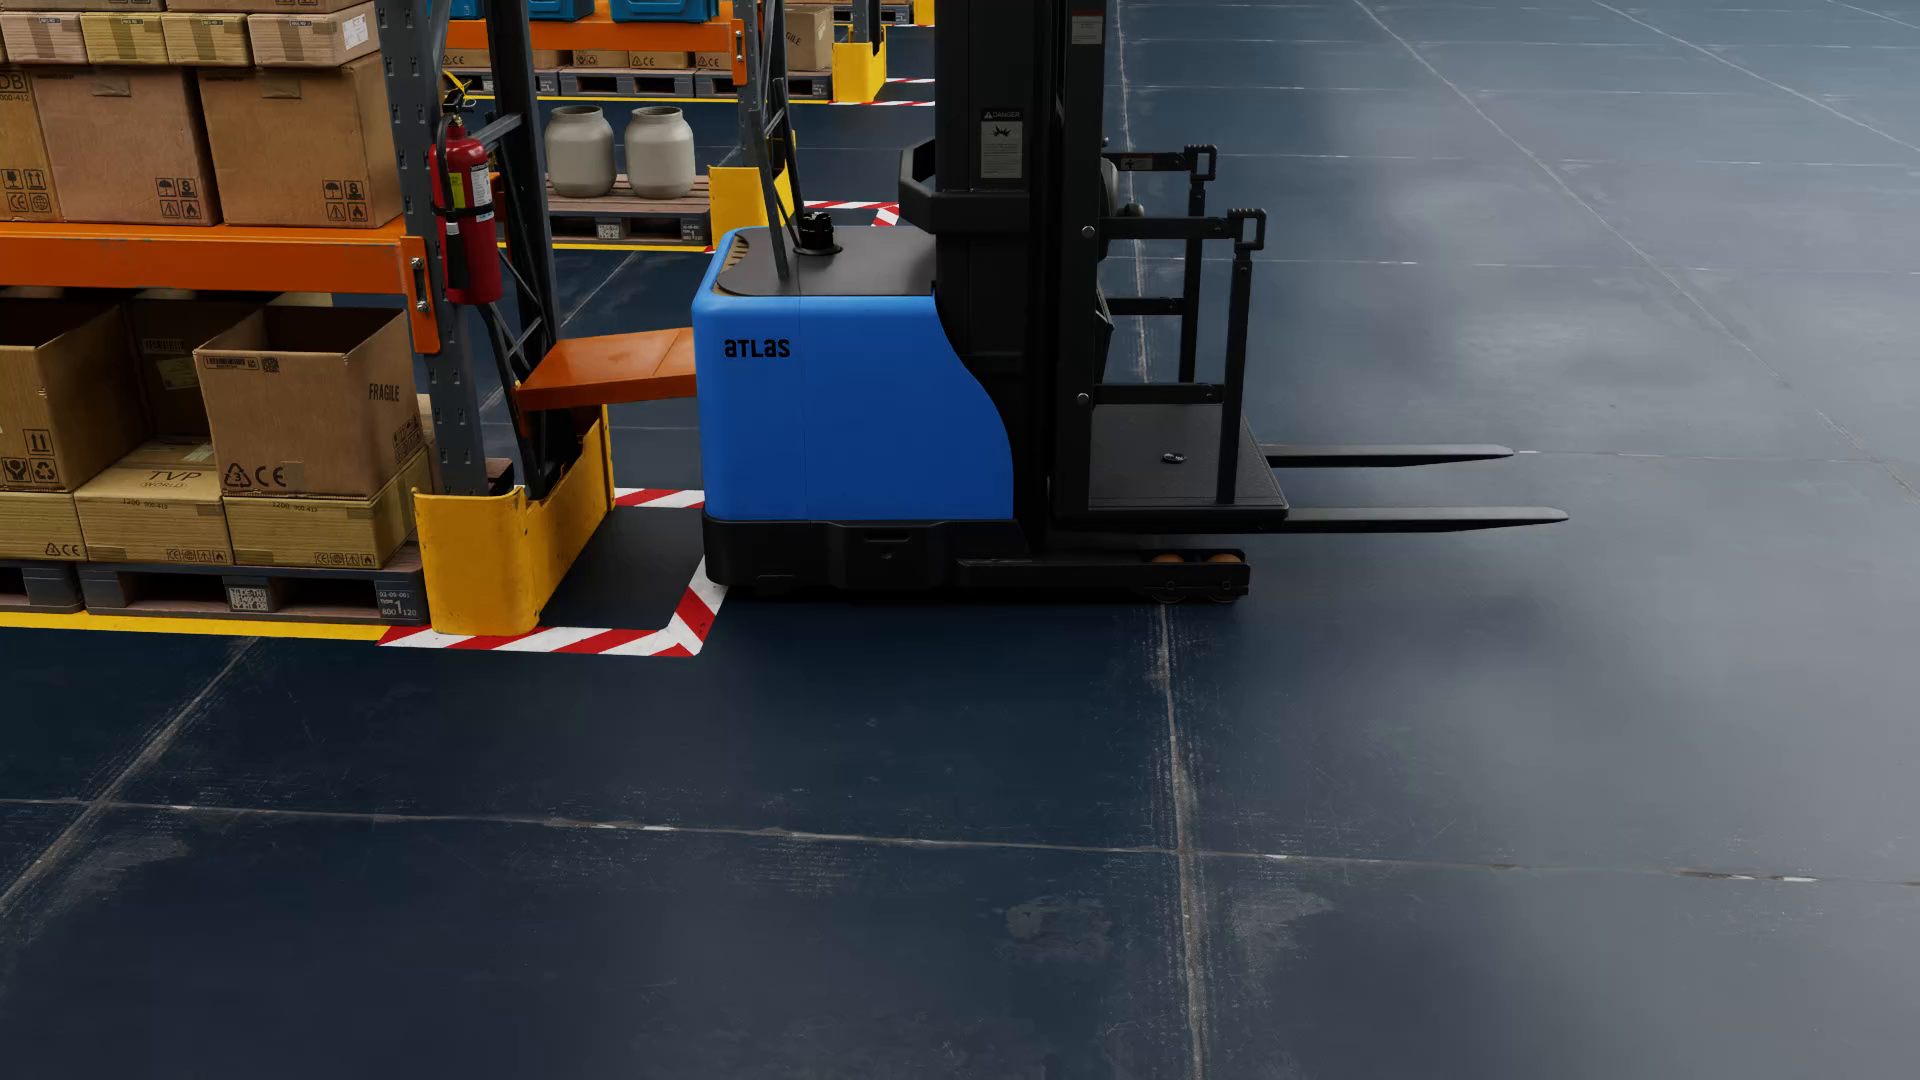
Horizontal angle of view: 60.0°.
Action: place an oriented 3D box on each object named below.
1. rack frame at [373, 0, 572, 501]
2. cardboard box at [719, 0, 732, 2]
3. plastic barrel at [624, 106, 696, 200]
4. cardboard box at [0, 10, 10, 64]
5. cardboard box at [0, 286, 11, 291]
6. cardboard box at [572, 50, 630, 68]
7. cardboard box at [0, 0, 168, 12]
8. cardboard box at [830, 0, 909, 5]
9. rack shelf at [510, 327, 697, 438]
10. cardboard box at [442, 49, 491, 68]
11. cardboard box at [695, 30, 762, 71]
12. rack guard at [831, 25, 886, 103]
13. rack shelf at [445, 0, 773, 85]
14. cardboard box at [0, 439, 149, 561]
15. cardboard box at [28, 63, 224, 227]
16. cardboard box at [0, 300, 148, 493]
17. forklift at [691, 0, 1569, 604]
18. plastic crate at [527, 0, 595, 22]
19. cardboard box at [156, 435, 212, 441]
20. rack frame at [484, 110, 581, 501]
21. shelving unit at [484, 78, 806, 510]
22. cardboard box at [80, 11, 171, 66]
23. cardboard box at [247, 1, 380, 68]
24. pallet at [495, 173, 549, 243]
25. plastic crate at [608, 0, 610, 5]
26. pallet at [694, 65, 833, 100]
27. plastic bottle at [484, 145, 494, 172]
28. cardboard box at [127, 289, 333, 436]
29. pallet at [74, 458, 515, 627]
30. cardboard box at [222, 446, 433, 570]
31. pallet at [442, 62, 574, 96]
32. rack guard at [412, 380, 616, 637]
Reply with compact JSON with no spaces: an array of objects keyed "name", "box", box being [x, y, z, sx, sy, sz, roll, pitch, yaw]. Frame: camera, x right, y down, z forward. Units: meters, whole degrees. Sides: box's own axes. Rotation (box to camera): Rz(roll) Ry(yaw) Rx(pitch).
[{"name":"rack frame","box":[-1.584,-1.289,5.425,0.127,3.000,1.000,2,25,4]},{"name":"cardboard box","box":[-2.809,-6.759,19.351,0.875,0.875,0.875,2,25,4]},{"name":"plastic barrel","box":[-1.863,-2.403,10.320,0.421,0.512,0.421,0,25,0]},{"name":"cardboard box","box":[-3.008,-1.595,5.194,0.250,0.149,0.380,3,25,6]},{"name":"cardboard box","box":[-3.597,-0.730,6.101,0.500,0.500,0.500,2,25,4]},{"name":"cardboard box","box":[-3.218,-4.569,15.041,0.500,0.500,0.500,0,25,-1]},{"name":"cardboard box","box":[-2.626,-1.960,5.212,0.500,0.500,0.700,1,25,3]},{"name":"cardboard box","box":[-1.023,-6.701,19.227,0.875,0.875,0.875,2,25,4]},{"name":"rack shelf","box":[-1.022,-0.593,5.910,1.000,0.185,0.538,-5,26,7]},{"name":"cardboard box","box":[-4.415,-4.571,15.046,0.500,0.500,0.500,1,25,2]},{"name":"cardboard box","box":[-2.042,-4.505,14.901,0.500,0.500,0.500,8,26,18]},{"name":"rack guard","box":[-0.898,-4.285,14.925,0.348,0.500,1.175,2,25,4]},{"name":"rack shelf","box":[-3.195,-3.091,10.201,4.000,0.370,1.077,2,25,4]},{"name":"cardboard box","box":[-3.140,-0.151,5.739,0.500,0.250,0.500,2,25,4]},{"name":"cardboard box","box":[-2.573,-1.370,5.480,0.500,0.500,0.700,2,25,5]},{"name":"cardboard box","box":[-3.140,-0.490,5.579,0.500,0.500,0.500,2,25,4]},{"name":"forklift","box":[0.624,-1.335,5.608,3.031,2.935,1.130,0,25,-1]},{"name":"plastic crate","box":[-2.370,-3.200,9.756,0.408,0.251,0.499,2,25,4]},{"name":"cardboard box","box":[-2.601,-0.355,6.182,0.500,0.250,0.500,2,25,4]},{"name":"rack frame","box":[-1.548,-0.712,5.888,0.032,1.500,0.500,-5,26,7]},{"name":"shelving unit","box":[-1.053,-0.752,5.832,1.083,1.500,0.587,-5,26,7]},{"name":"cardboard box","box":[-2.496,-1.578,5.157,0.250,0.149,0.380,1,25,3]},{"name":"cardboard box","box":[-1.980,-1.562,5.122,0.250,0.149,0.380,1,25,3]},{"name":"pallet","box":[-3.303,-2.138,10.605,1.213,0.211,1.003,2,25,4]},{"name":"plastic crate","box":[-2.069,-3.396,10.320,0.250,0.136,0.298,2,25,4]},{"name":"pallet","box":[-1.705,-4.194,15.074,1.213,0.211,1.003,2,25,4]},{"name":"plastic bottle","box":[-3.088,-2.473,10.820,0.097,0.201,0.097,0,25,0]},{"name":"cardboard box","box":[-2.600,-0.696,6.027,0.500,0.500,0.500,2,25,4]},{"name":"pallet","box":[-2.350,-0.029,6.023,1.213,0.211,1.003,2,25,4]},{"name":"cardboard box","box":[-2.141,-0.125,5.681,0.500,0.250,0.500,2,25,4]},{"name":"pallet","box":[-4.138,-4.272,15.244,1.213,0.211,1.003,2,25,4]},{"name":"rack guard","box":[-1.560,-0.153,5.946,0.348,0.500,1.175,2,25,4]}]
